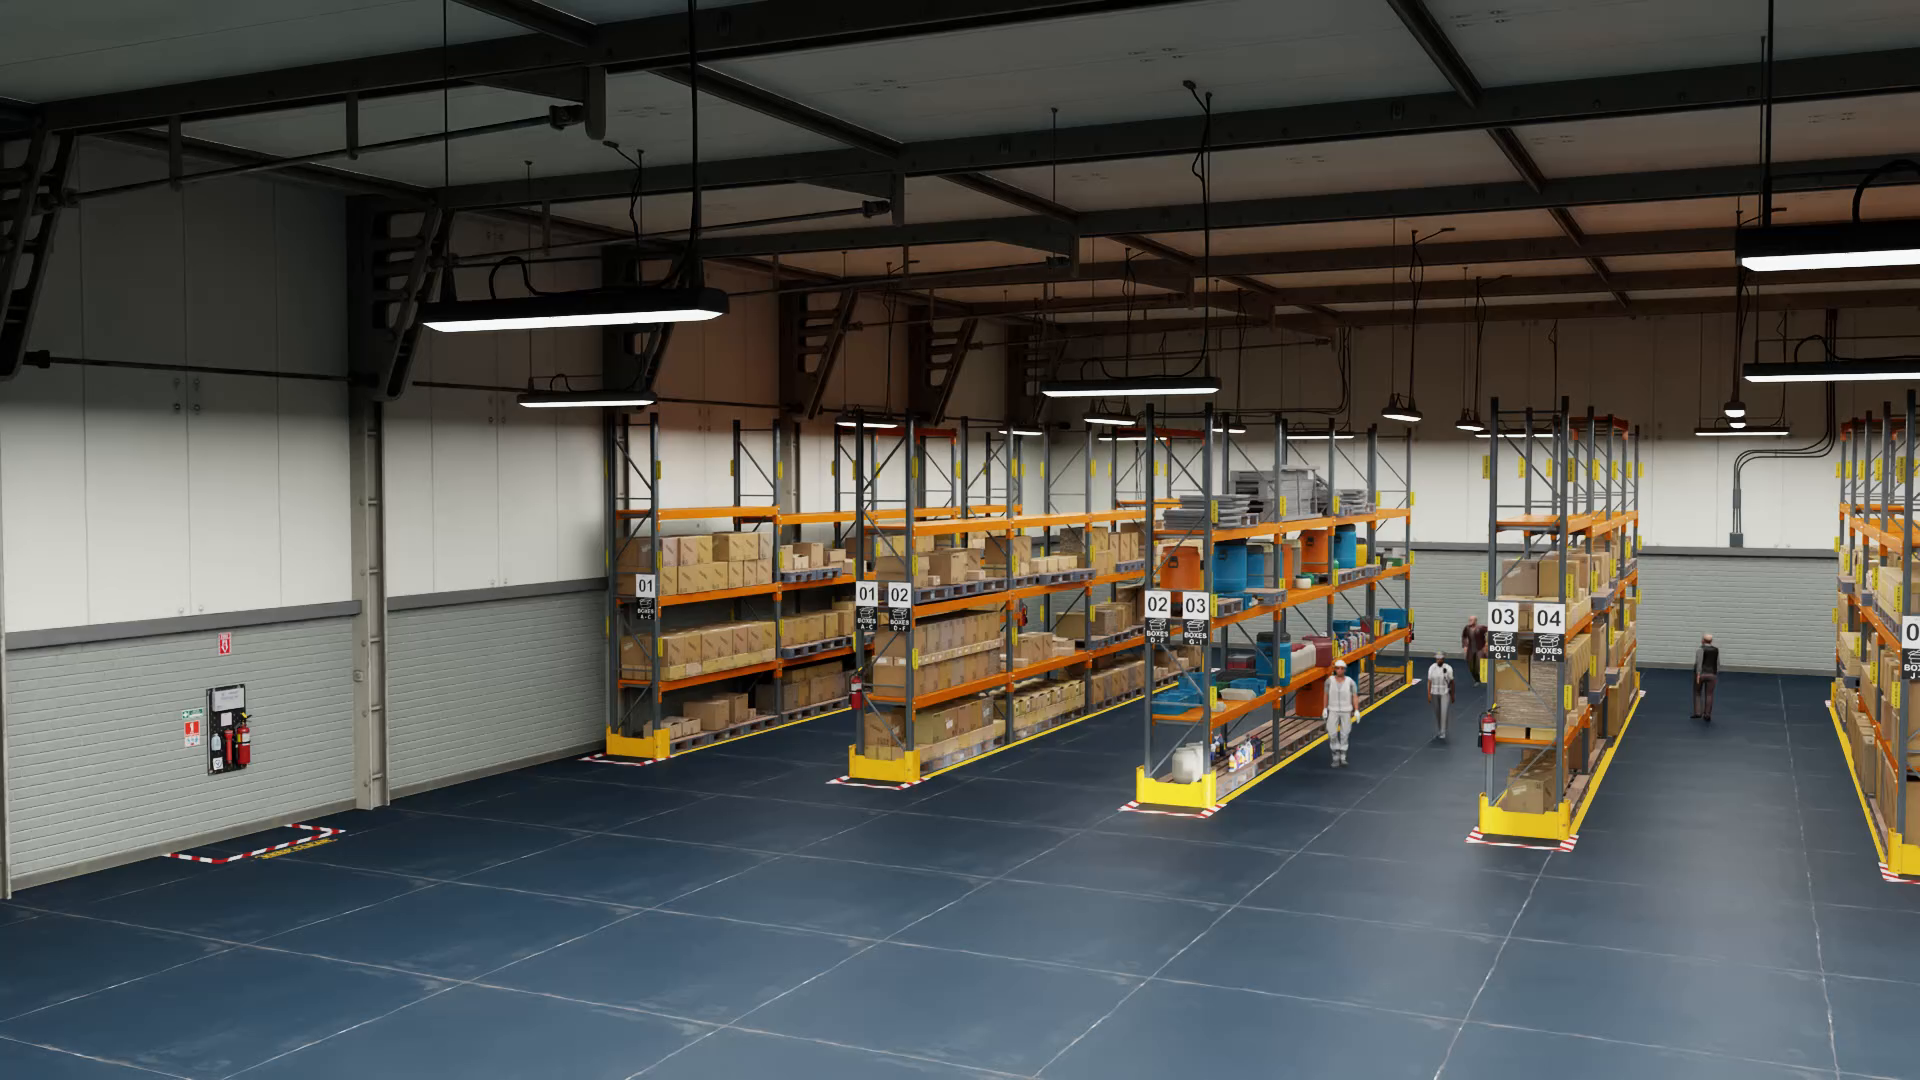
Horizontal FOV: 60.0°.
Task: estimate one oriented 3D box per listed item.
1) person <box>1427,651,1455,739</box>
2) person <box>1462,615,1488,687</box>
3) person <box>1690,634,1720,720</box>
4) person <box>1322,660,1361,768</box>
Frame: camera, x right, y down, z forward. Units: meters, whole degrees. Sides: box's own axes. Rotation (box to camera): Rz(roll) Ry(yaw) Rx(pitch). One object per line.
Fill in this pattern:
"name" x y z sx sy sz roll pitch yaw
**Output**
"person" 8.902 2.867 30.853 0.464 1.625 0.992 2 3 32
"person" 11.943 2.557 38.343 0.750 1.685 0.630 2 3 33
"person" 14.946 2.769 33.277 0.514 1.758 0.624 1 2 15
"person" 6.435 2.944 28.053 0.631 1.846 0.424 1 2 13
